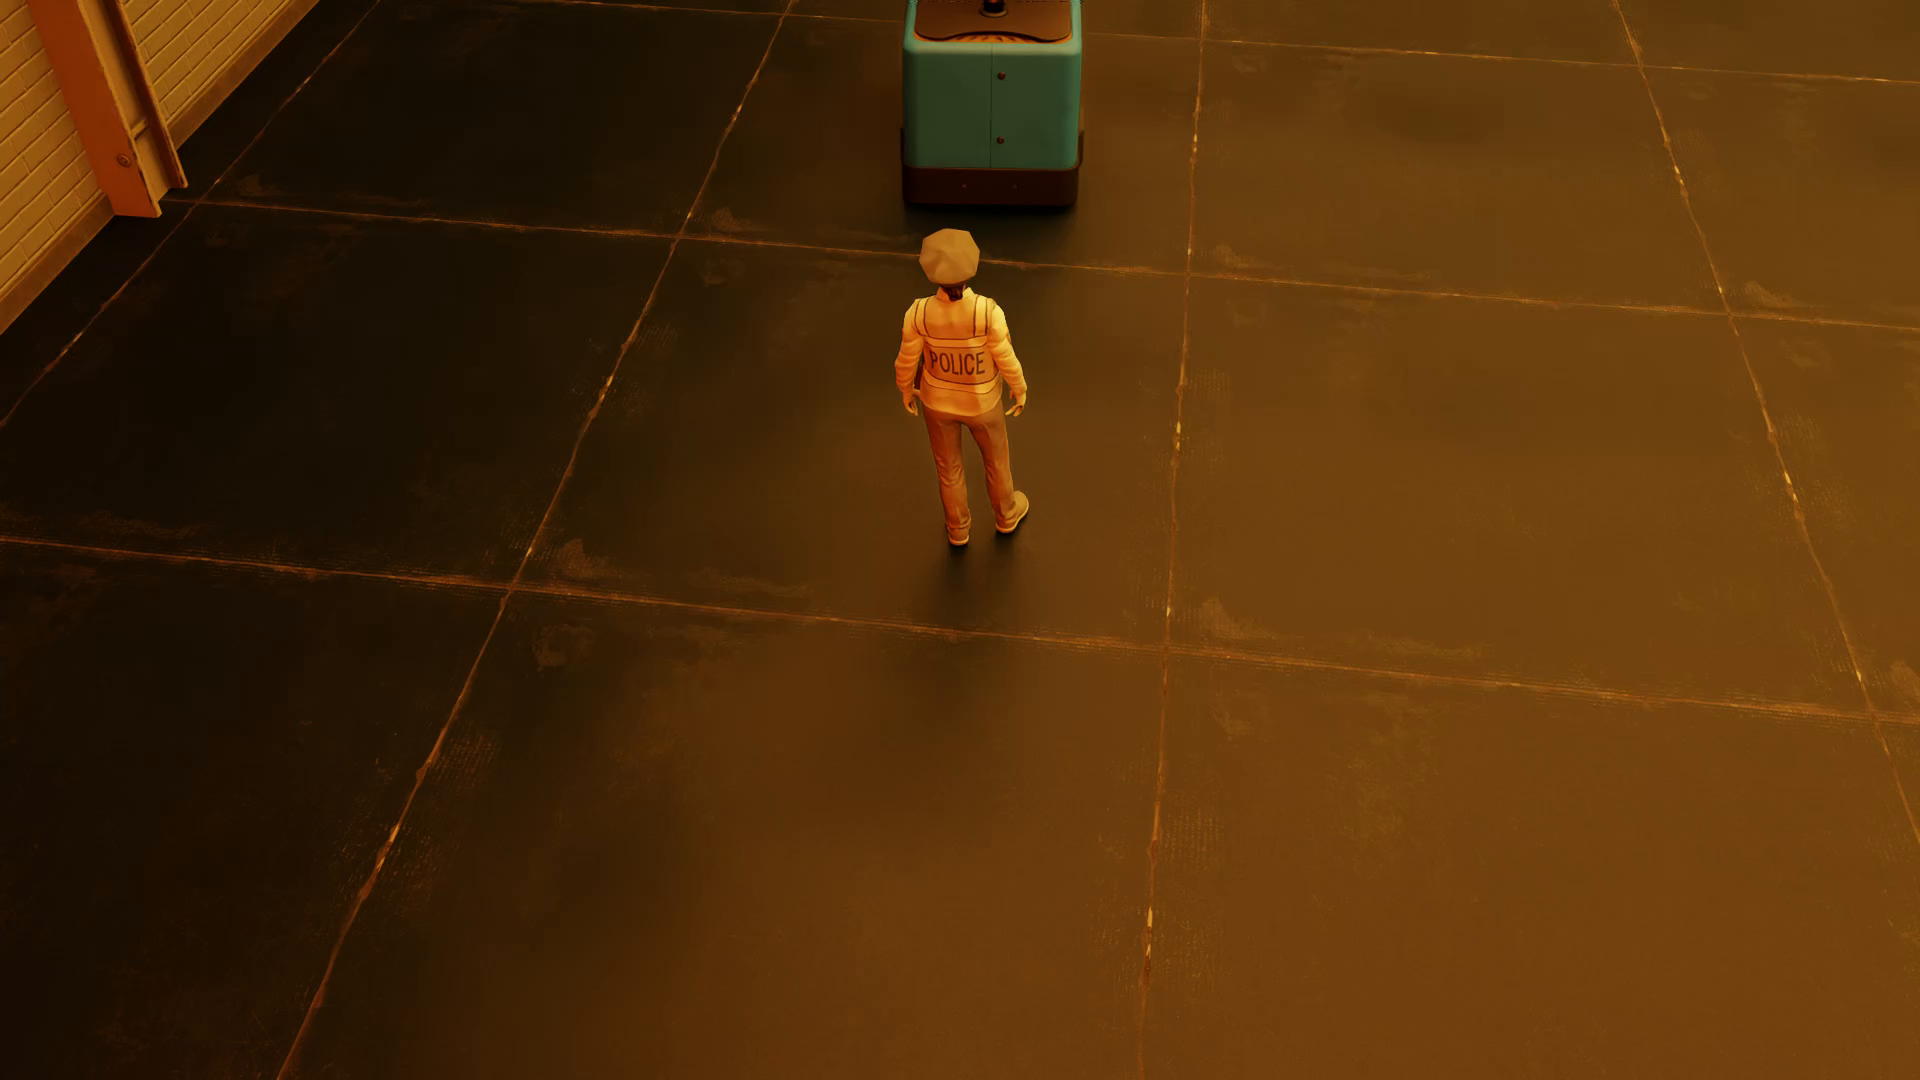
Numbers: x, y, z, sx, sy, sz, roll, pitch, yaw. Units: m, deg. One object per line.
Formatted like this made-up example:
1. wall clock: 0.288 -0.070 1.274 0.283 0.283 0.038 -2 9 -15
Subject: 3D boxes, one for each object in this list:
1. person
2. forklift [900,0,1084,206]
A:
1. person: 0.016 -0.675 7.363 0.586 1.694 0.530 5 43 6
2. forklift: 0.232 -4.060 10.144 1.130 2.935 3.031 1 43 2
